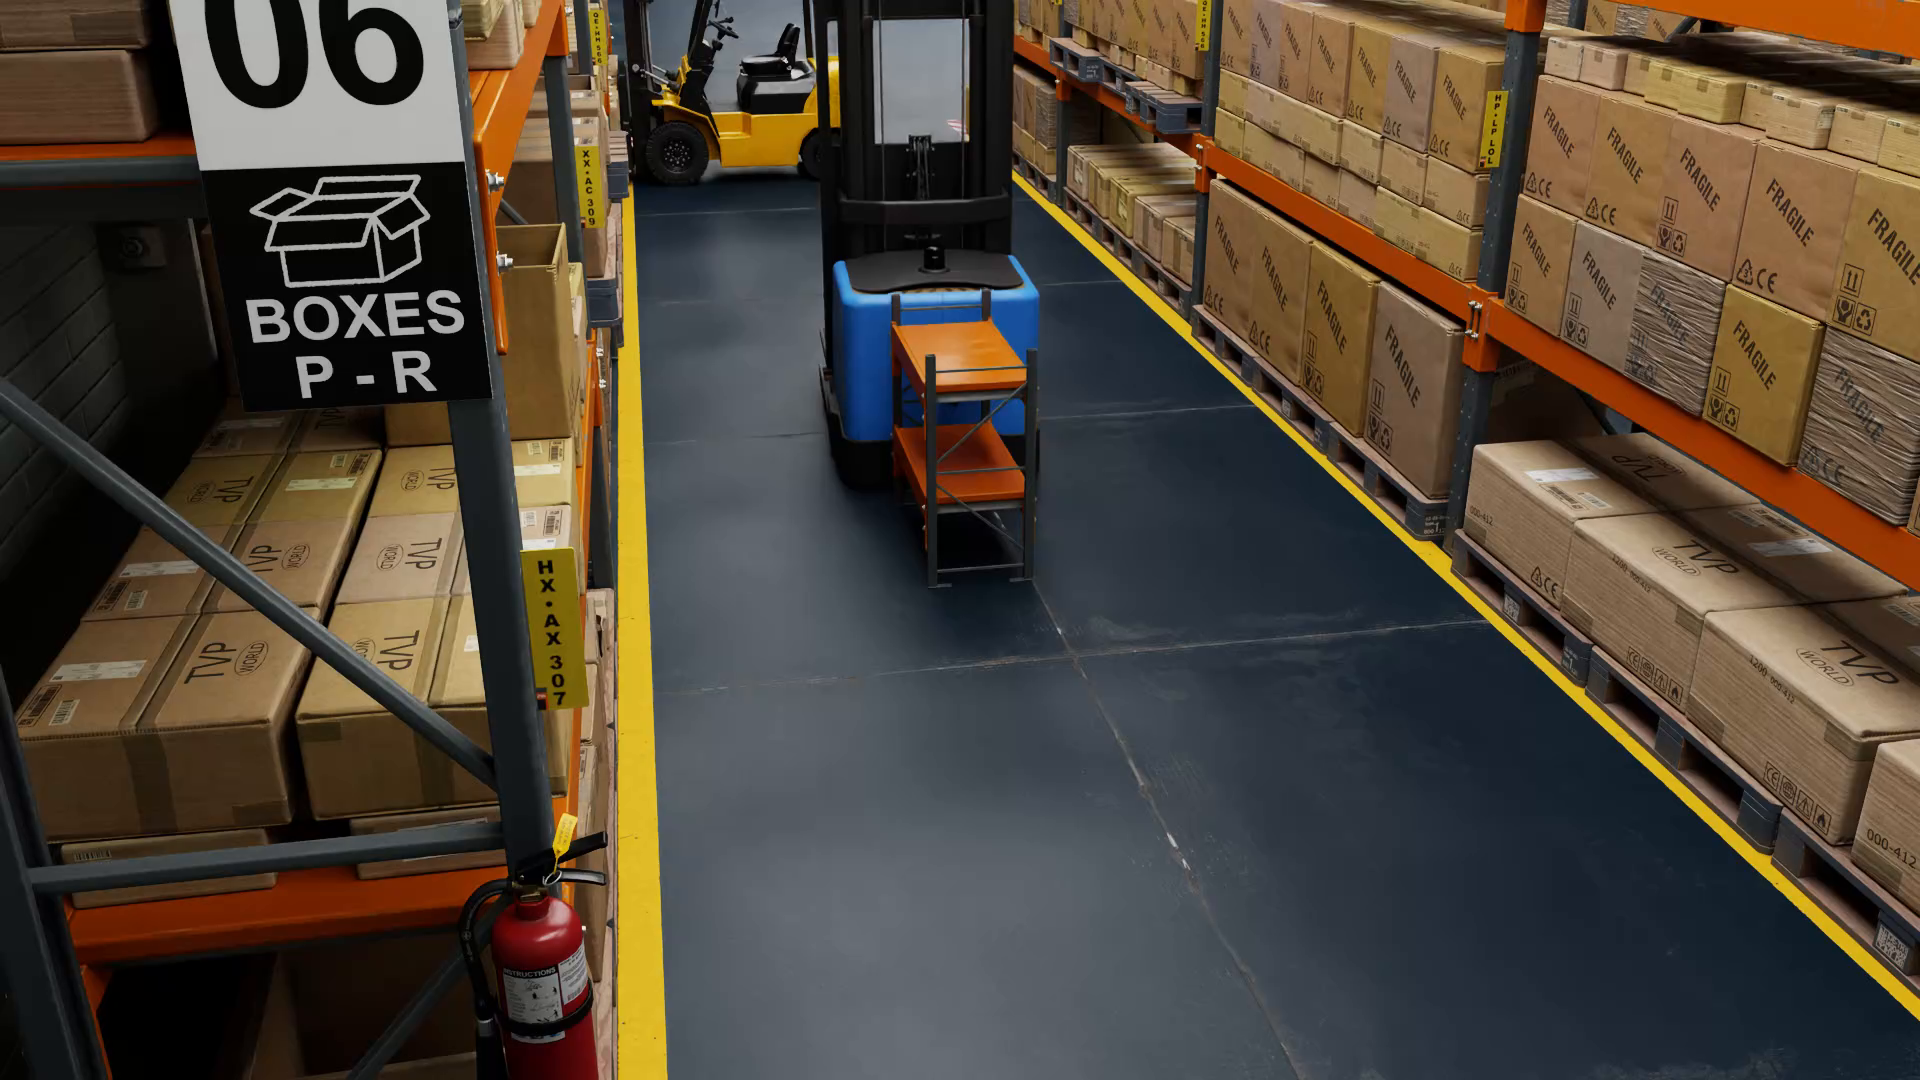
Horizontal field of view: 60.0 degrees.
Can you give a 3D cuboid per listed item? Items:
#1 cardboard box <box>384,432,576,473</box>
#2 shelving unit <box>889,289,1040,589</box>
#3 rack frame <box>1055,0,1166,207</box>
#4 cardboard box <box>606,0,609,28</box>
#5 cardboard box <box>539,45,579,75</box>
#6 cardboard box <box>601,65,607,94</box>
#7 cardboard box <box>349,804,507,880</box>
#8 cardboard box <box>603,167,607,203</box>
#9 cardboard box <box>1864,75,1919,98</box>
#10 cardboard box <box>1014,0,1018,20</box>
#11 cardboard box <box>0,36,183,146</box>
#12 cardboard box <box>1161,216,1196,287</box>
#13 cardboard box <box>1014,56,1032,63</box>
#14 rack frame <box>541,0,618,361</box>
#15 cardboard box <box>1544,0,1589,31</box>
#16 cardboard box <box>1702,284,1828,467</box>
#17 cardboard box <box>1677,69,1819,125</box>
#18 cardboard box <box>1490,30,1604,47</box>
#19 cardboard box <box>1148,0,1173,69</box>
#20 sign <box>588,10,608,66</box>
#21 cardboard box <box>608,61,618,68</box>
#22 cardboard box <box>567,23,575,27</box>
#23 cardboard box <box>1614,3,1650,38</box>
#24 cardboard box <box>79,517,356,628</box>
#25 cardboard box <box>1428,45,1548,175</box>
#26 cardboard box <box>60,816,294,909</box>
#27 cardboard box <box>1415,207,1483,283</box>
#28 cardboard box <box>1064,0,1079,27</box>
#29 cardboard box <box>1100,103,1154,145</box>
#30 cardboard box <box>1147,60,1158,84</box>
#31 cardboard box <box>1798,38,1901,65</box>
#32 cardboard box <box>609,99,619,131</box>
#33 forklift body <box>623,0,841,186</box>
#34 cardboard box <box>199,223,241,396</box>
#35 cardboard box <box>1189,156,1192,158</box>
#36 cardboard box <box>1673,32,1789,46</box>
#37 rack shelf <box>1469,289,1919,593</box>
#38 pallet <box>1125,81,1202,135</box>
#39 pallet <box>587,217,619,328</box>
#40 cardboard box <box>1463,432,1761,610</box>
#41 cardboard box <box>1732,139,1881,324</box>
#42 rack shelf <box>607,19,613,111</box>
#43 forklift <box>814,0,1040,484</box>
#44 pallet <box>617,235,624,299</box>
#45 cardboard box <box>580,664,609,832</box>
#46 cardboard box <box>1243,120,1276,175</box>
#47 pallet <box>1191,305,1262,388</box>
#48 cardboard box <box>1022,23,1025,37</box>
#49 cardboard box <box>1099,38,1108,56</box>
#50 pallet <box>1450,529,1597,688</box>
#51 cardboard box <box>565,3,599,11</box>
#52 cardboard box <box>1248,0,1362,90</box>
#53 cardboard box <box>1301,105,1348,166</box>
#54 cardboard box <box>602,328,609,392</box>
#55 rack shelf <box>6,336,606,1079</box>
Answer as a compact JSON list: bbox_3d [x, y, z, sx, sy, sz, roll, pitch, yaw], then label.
[{"bbox_3d":[-1.401,-0.260,4.914,0.500,0.250,0.500,-5,24,-11],"label":"cardboard box"},{"bbox_3d":[0.001,-0.513,8.019,0.538,1.125,1.048,-4,24,-10],"label":"shelving unit"},{"bbox_3d":[1.382,-4.486,14.774,1.000,3.000,0.127,-4,24,-10],"label":"rack frame"},{"bbox_3d":[-3.799,-5.358,16.644,0.500,0.500,0.500,-4,24,-8],"label":"cardboard box"},{"bbox_3d":[-2.525,-3.034,10.514,0.380,0.149,0.250,-4,24,-8],"label":"cardboard box"},{"bbox_3d":[-3.046,-3.672,13.098,0.500,0.250,0.500,-4,24,-10],"label":"cardboard box"},{"bbox_3d":[-1.067,0.568,3.515,0.380,0.149,0.250,-4,24,-10],"label":"cardboard box"},{"bbox_3d":[-1.895,-1.676,7.984,0.396,0.266,0.258,-3,24,-7],"label":"cardboard box"},{"bbox_3d":[3.406,-1.536,5.834,0.380,0.149,0.250,-5,24,-11],"label":"cardboard box"},{"bbox_3d":[0.754,-5.431,16.442,0.500,0.500,0.500,-5,24,-11],"label":"cardboard box"},{"bbox_3d":[-1.563,-0.765,2.821,0.380,0.149,0.250,-4,24,-8],"label":"cardboard box"},{"bbox_3d":[2.027,-2.124,12.124,0.950,0.372,0.625,-6,24,-13],"label":"cardboard box"},{"bbox_3d":[0.626,-4.783,17.428,0.500,0.500,0.500,-5,24,-12],"label":"cardboard box"},{"bbox_3d":[-2.755,-2.544,10.327,1.000,3.000,0.127,-4,24,-10],"label":"rack frame"},{"bbox_3d":[6.148,-5.105,16.004,0.875,0.550,0.550,-4,24,-10],"label":"cardboard box"},{"bbox_3d":[2.961,-0.584,5.715,0.500,0.500,0.500,-4,24,-8],"label":"cardboard box"},{"bbox_3d":[2.823,-1.591,5.961,0.380,0.149,0.250,-5,24,-11],"label":"cardboard box"},{"bbox_3d":[2.942,-2.236,8.247,0.500,0.500,0.500,-4,24,-10],"label":"cardboard box"},{"bbox_3d":[1.658,-3.648,11.834,0.500,0.500,0.500,-5,24,-11],"label":"cardboard box"},{"bbox_3d":[-2.224,-3.082,10.211,0.100,0.325,0.005,-4,24,-10],"label":"sign"},{"bbox_3d":[-3.743,-4.723,16.977,0.500,0.250,0.500,-4,24,-9],"label":"cardboard box"},{"bbox_3d":[-2.774,-3.541,11.675,0.380,0.149,0.250,-4,24,-9],"label":"cardboard box"},{"bbox_3d":[6.155,-4.513,14.710,0.500,0.500,0.500,-4,24,-9],"label":"cardboard box"},{"bbox_3d":[-1.716,0.171,3.926,0.500,0.250,0.500,-4,24,-10],"label":"cardboard box"},{"bbox_3d":[2.532,-2.001,7.709,0.500,0.500,0.500,-4,24,-8],"label":"cardboard box"},{"bbox_3d":[-1.601,0.607,3.425,0.380,0.149,0.250,-5,24,-10],"label":"cardboard box"},{"bbox_3d":[2.531,-1.428,7.960,0.500,0.250,0.500,-5,24,-11],"label":"cardboard box"},{"bbox_3d":[1.187,-4.655,14.139,0.500,0.500,0.500,-4,24,-8],"label":"cardboard box"},{"bbox_3d":[1.539,-4.014,15.667,0.500,0.500,0.500,-3,24,-7],"label":"cardboard box"},{"bbox_3d":[1.580,-3.397,12.070,0.380,0.149,0.250,-5,24,-12],"label":"cardboard box"},{"bbox_3d":[6.621,-3.522,12.441,0.500,0.500,0.500,-4,24,-10],"label":"cardboard box"},{"bbox_3d":[-3.276,-3.721,14.684,0.500,0.250,0.500,-5,24,-11],"label":"cardboard box"},{"bbox_3d":[-2.091,-4.691,16.303,2.313,2.155,1.214,-4,24,-10],"label":"forklift body"},{"bbox_3d":[-2.002,-0.776,5.159,0.500,0.500,0.500,-5,24,-11],"label":"cardboard box"},{"bbox_3d":[2.521,-3.864,16.469,0.500,0.500,0.500,13,27,27],"label":"cardboard box"},{"bbox_3d":[3.231,-2.043,6.996,0.380,0.149,0.250,-5,24,-11],"label":"cardboard box"},{"bbox_3d":[3.232,-0.223,5.912,1.077,0.370,4.000,-4,24,-10],"label":"rack shelf"},{"bbox_3d":[1.886,-3.097,11.834,1.213,0.211,1.003,-4,24,-10],"label":"pallet"},{"bbox_3d":[-2.056,-1.205,7.501,1.003,0.211,1.213,-4,24,-10],"label":"pallet"},{"bbox_3d":[2.872,-0.103,7.414,0.875,0.438,0.875,-5,24,-11],"label":"cardboard box"},{"bbox_3d":[2.973,-1.038,5.505,0.500,0.500,0.500,-4,24,-10],"label":"cardboard box"},{"bbox_3d":[-3.865,-4.574,15.875,1.077,0.370,4.000,-4,24,-10],"label":"rack shelf"},{"bbox_3d":[-0.280,-2.192,9.608,1.130,2.935,3.031,-3,24,-7],"label":"forklift"},{"bbox_3d":[-3.091,-2.072,12.729,1.003,0.211,1.213,-4,24,-10],"label":"pallet"},{"bbox_3d":[-1.415,0.754,5.375,0.500,0.500,0.500,-4,24,-9],"label":"cardboard box"},{"bbox_3d":[2.078,-2.432,10.259,0.500,0.250,0.500,-5,24,-11],"label":"cardboard box"},{"bbox_3d":[2.194,-1.319,11.007,1.003,0.211,1.213,-4,24,-10],"label":"pallet"},{"bbox_3d":[0.814,-4.977,16.212,0.380,0.149,0.250,-5,24,-11],"label":"cardboard box"},{"bbox_3d":[1.346,-4.014,13.481,0.380,0.149,0.250,-4,24,-9],"label":"cardboard box"},{"bbox_3d":[2.925,0.243,7.429,1.003,0.211,1.213,-4,24,-10],"label":"pallet"},{"bbox_3d":[-2.976,-4.048,12.836,0.380,0.149,0.250,-5,24,-11],"label":"cardboard box"},{"bbox_3d":[2.074,-3.010,10.021,0.500,0.500,0.500,-4,24,-10],"label":"cardboard box"},{"bbox_3d":[2.228,-2.255,9.228,0.500,0.250,0.500,-4,24,-9],"label":"cardboard box"},{"bbox_3d":[-2.284,-1.037,9.475,0.500,0.500,0.500,-3,24,-7],"label":"cardboard box"},{"bbox_3d":[-1.646,0.146,5.067,1.077,0.370,4.000,-4,24,-10],"label":"rack shelf"}]
